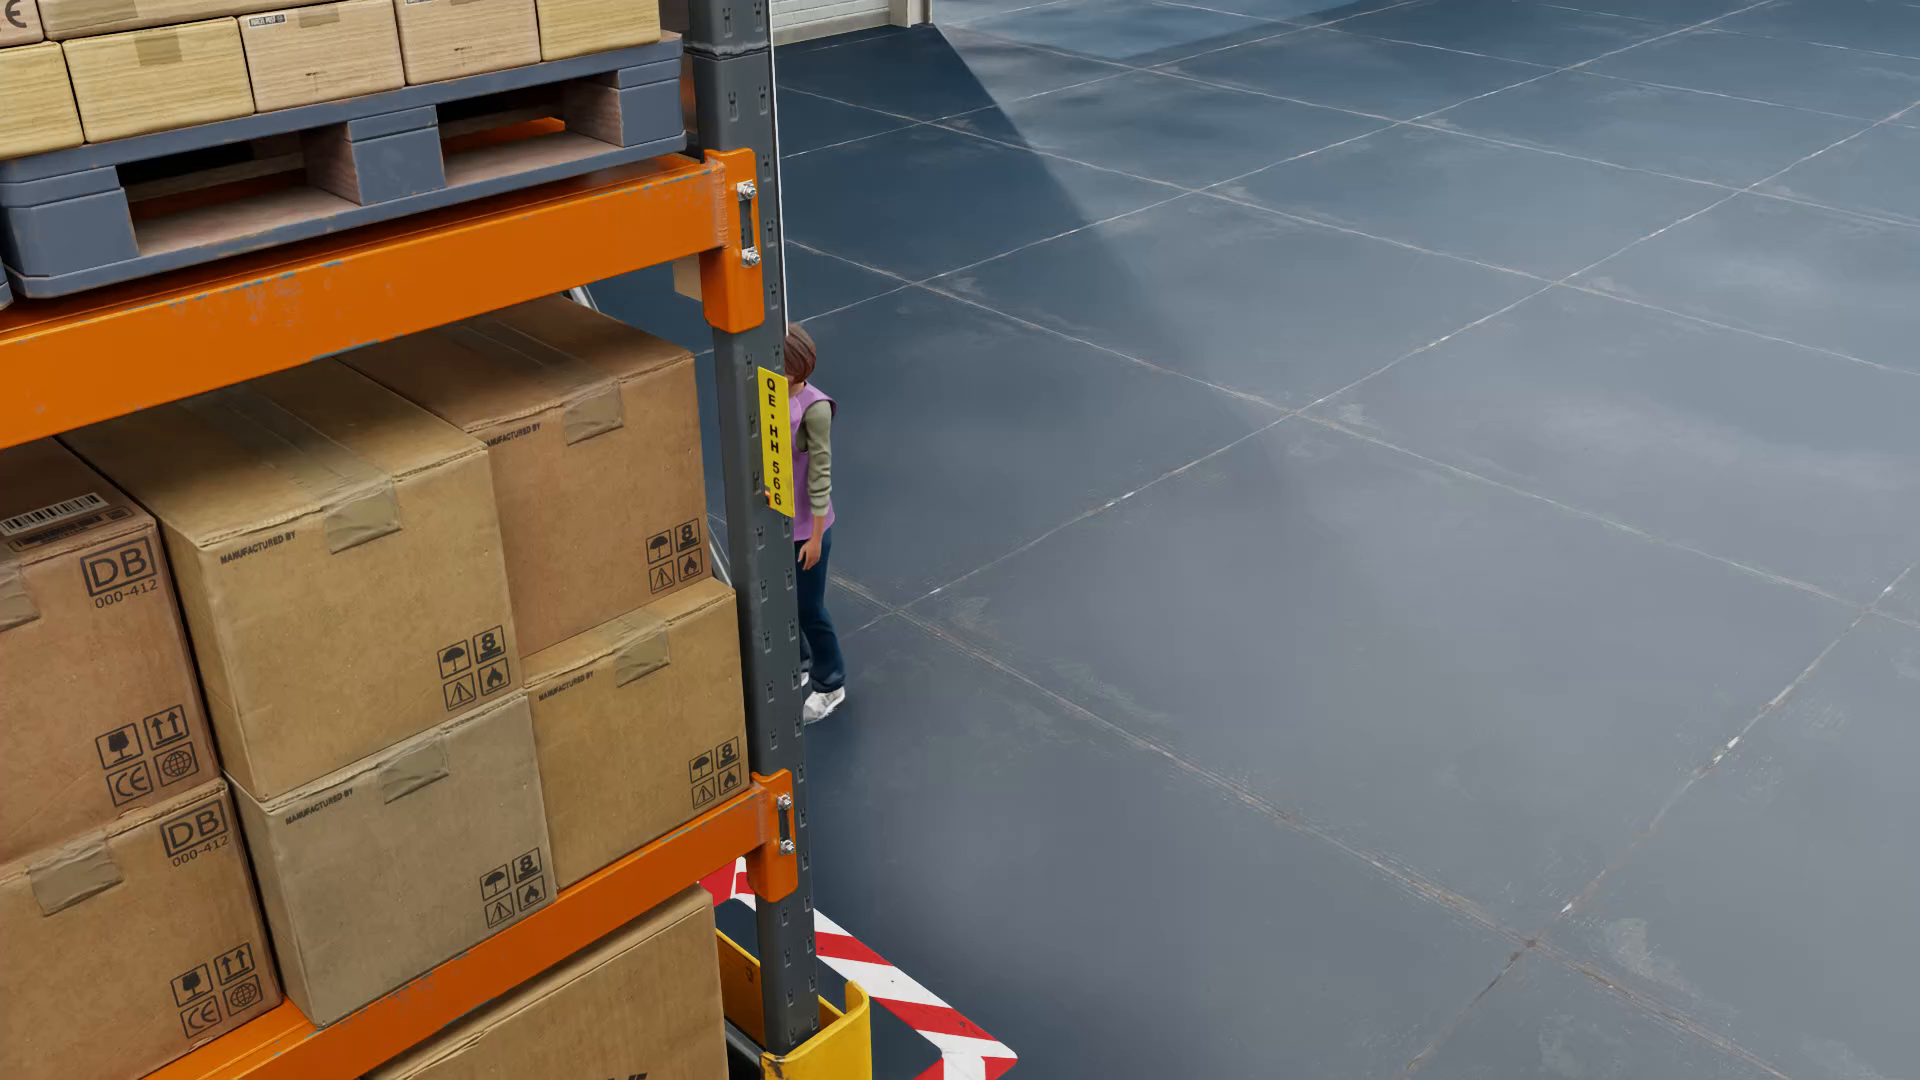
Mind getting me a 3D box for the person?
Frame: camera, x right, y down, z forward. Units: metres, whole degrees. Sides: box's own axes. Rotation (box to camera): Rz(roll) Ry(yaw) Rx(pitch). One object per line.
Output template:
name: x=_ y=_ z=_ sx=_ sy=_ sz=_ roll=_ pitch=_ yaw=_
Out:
person: x=-0.623 y=-0.048 z=6.243 sx=0.311 sy=1.611 sz=0.406 roll=-25 pitch=37 yaw=-38
